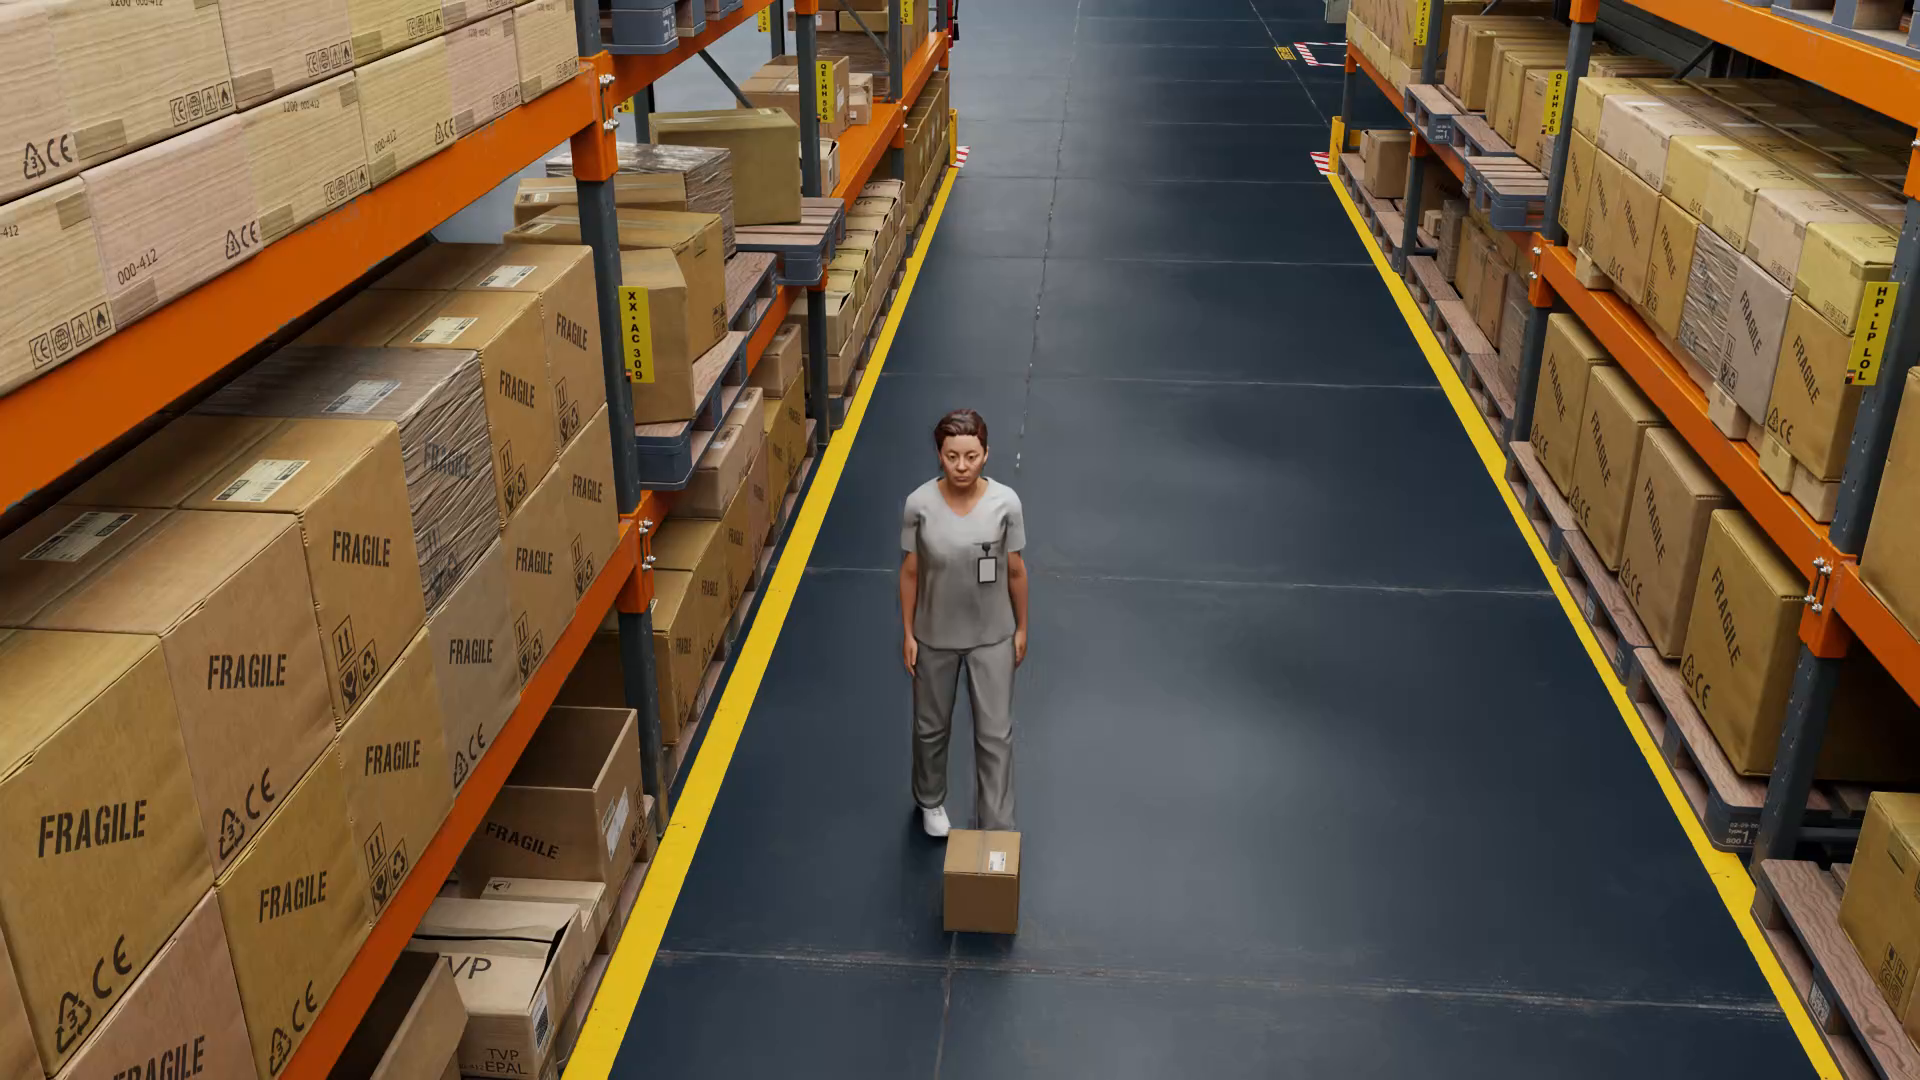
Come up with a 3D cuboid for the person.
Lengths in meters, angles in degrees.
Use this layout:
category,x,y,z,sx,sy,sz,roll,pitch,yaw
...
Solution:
category,x,y,z,sx,sy,sz,roll,pitch,yaw
person,0.014,0.367,5.805,0.451,1.675,0.616,0,25,0
